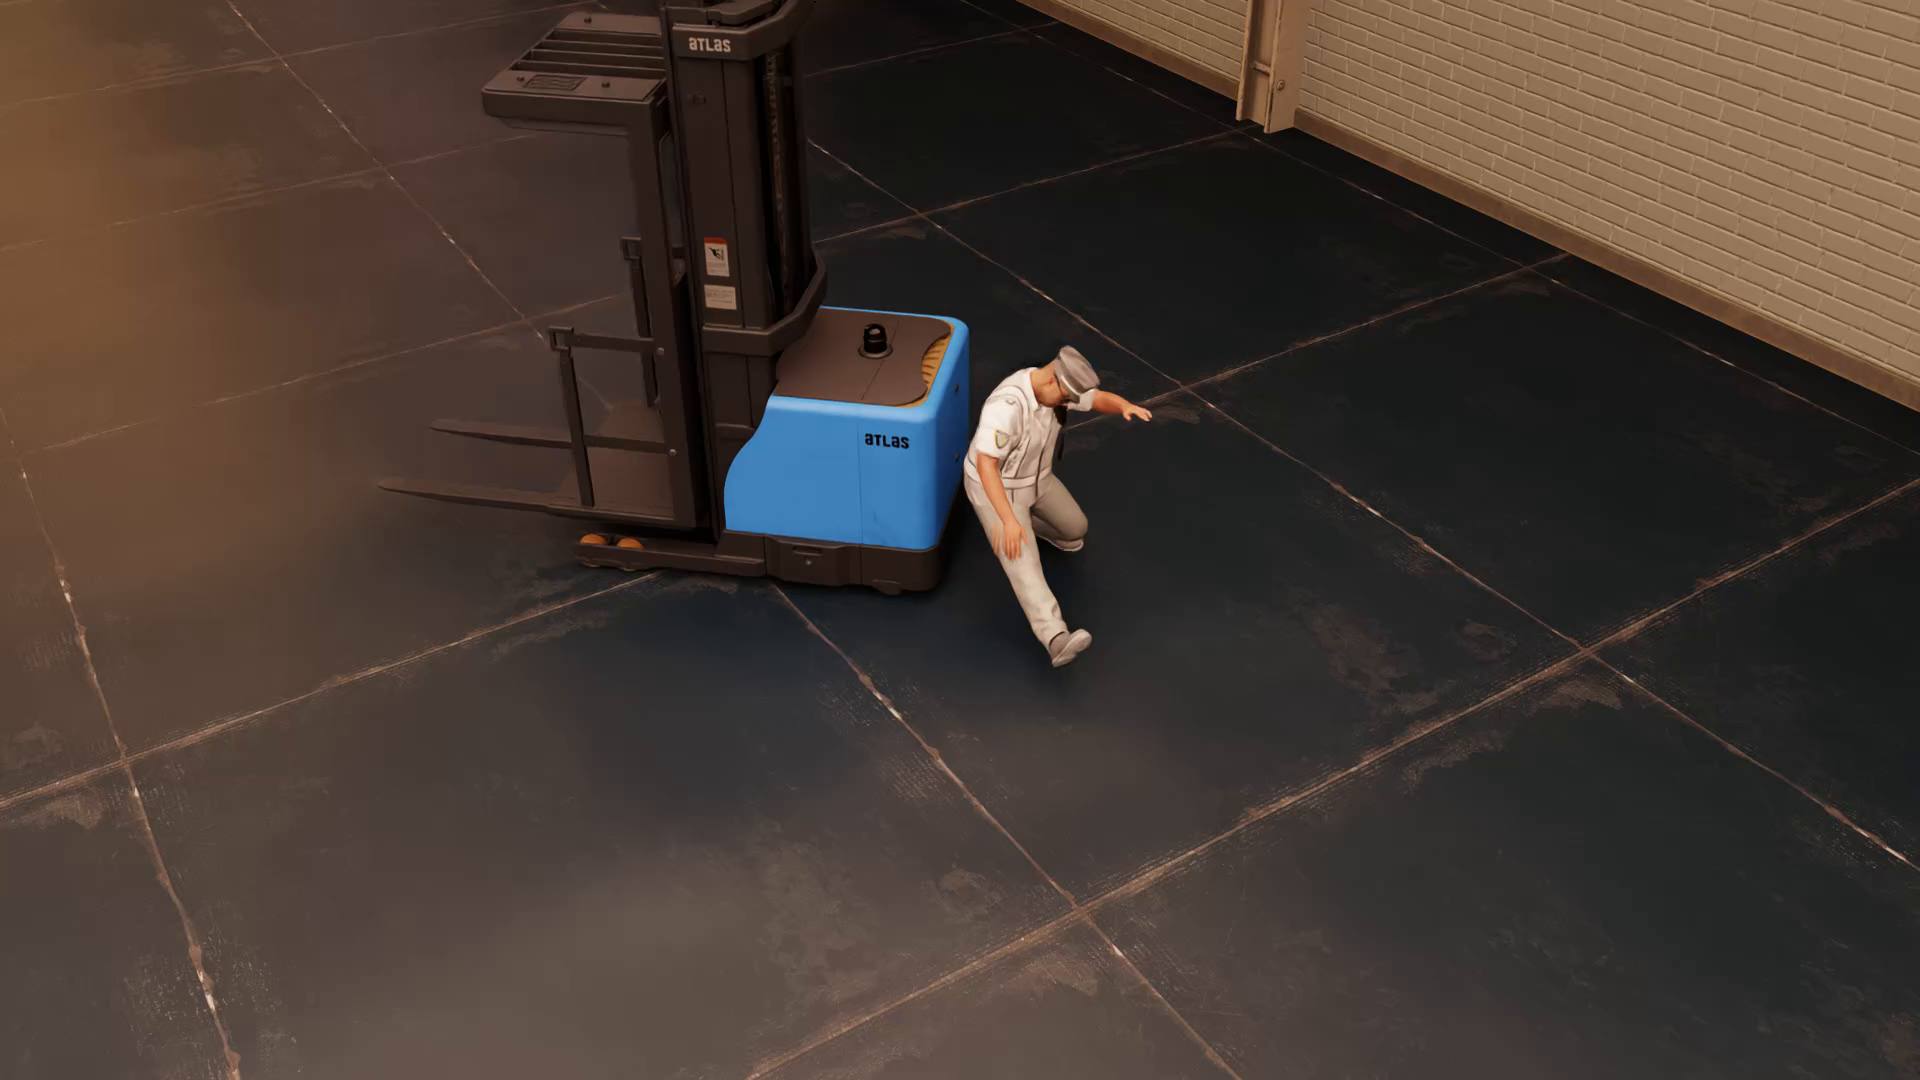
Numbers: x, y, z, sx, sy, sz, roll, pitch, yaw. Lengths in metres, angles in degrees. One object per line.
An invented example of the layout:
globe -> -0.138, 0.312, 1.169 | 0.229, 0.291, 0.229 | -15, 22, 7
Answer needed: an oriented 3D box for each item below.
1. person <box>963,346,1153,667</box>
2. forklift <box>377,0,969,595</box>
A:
person -> 0.477, -0.224, 7.808 | 1.040, 1.419, 1.143 | -30, 45, -35
forklift -> -1.509, -1.332, 8.043 | 3.031, 2.935, 1.130 | 6, 36, 9
